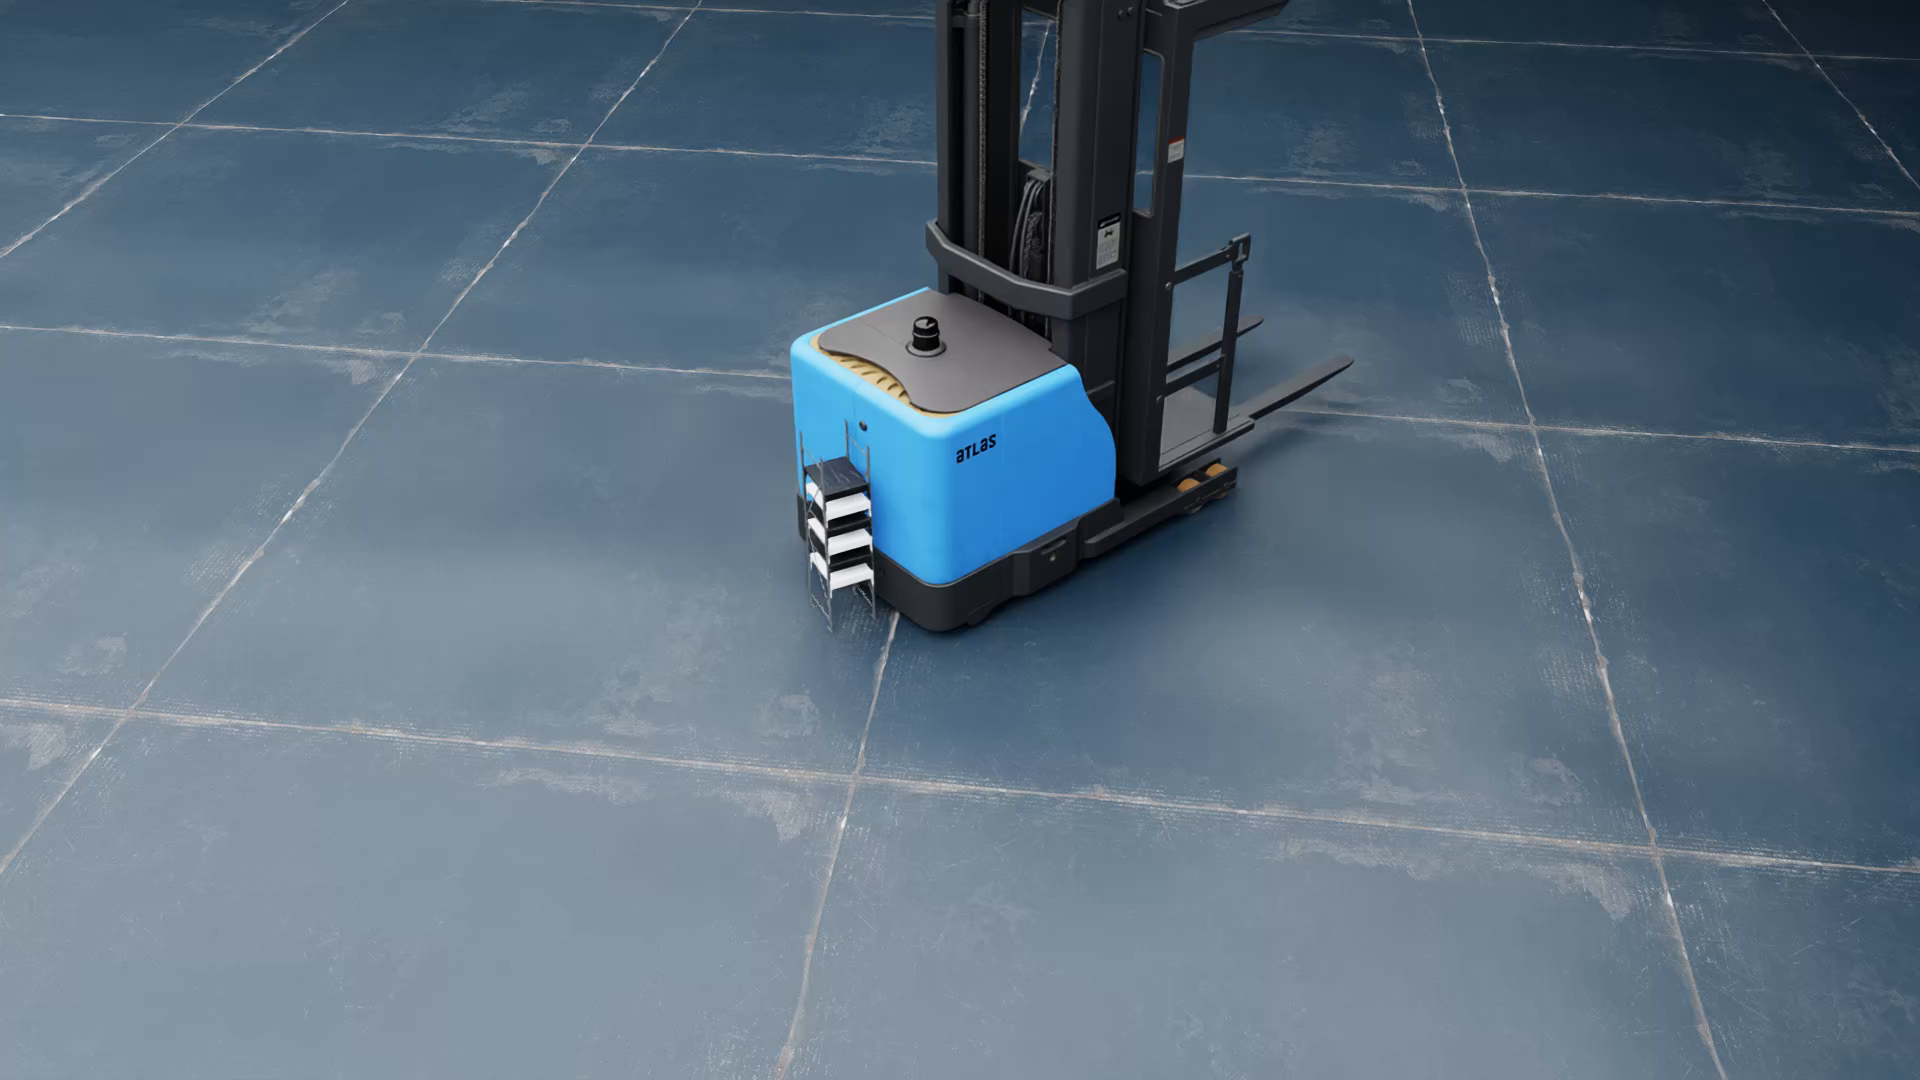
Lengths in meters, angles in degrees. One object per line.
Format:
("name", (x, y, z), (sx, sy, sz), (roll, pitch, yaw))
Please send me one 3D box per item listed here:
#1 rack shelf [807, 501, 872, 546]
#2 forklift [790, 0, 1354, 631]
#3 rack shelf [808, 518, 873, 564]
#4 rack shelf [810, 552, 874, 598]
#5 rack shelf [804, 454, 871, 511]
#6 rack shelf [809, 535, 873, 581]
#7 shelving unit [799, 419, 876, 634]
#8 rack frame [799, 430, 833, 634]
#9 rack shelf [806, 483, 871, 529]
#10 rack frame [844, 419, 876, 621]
("rack shelf", (-0.514, -0.095, 7.011), (0.200, 0.077, 0.258), (-16, 39, -21))
("forklift", (0.701, -1.526, 7.365), (3.031, 2.935, 1.130), (-27, 43, -32))
("rack shelf", (-0.514, -0.022, 7.063), (0.200, 0.077, 0.258), (-16, 39, -21))
("rack shelf", (-0.514, 0.125, 7.168), (0.200, 0.077, 0.258), (-16, 39, -21))
("rack shelf", (-0.514, -0.241, 6.906), (0.200, 0.077, 0.258), (-16, 39, -21))
("rack shelf", (-0.514, 0.052, 7.115), (0.200, 0.077, 0.258), (-16, 39, -21))
("shelving unit", (-0.514, -0.049, 7.044), (0.210, 0.900, 0.258), (-16, 39, -21))
("rack frame", (-0.605, -0.022, 7.007), (0.006, 0.900, 0.240), (-16, 39, -21))
("rack shelf", (-0.514, -0.168, 6.959), (0.200, 0.077, 0.258), (-16, 39, -21))
("rack frame", (-0.424, -0.075, 7.081), (0.006, 0.900, 0.240), (-16, 39, -21))
